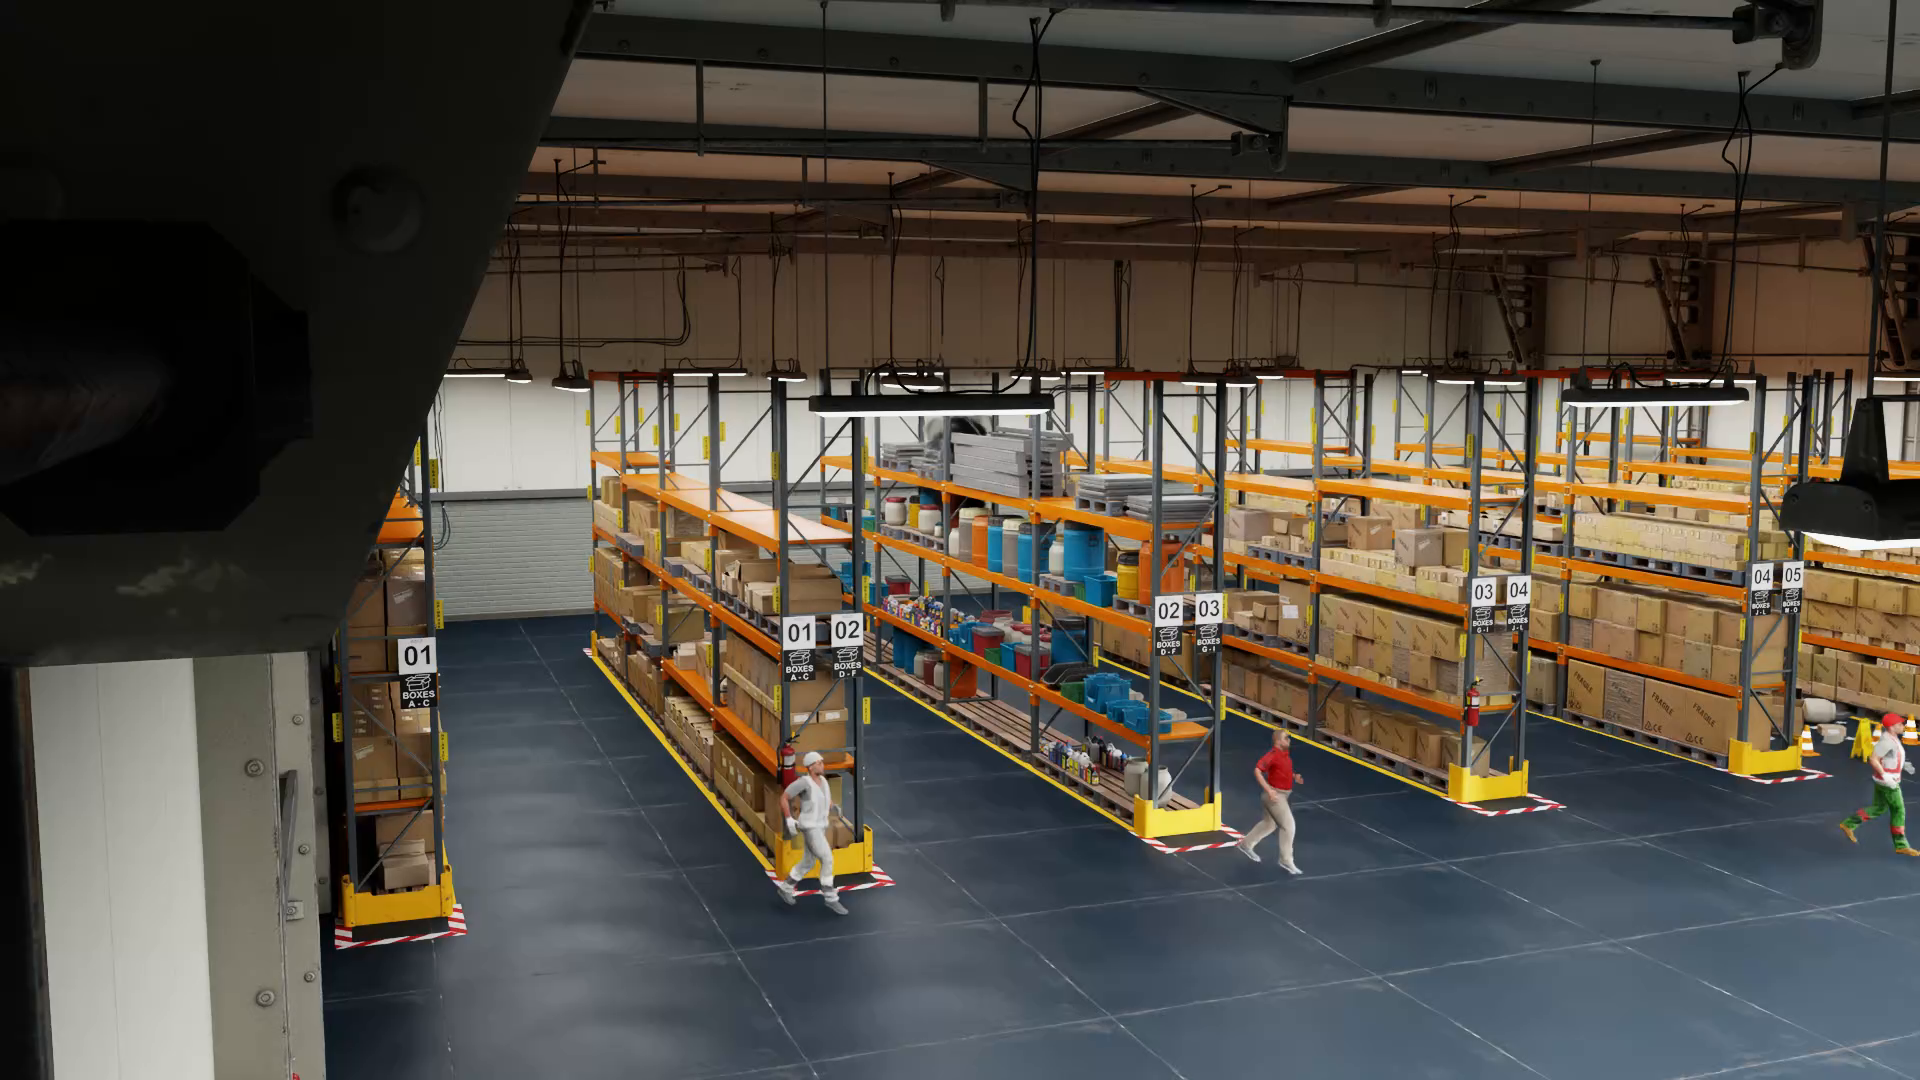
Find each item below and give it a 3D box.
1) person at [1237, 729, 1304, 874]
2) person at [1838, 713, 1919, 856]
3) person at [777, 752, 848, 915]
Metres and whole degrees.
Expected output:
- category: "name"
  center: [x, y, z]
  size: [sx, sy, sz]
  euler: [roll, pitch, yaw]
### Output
- category: "person"
  center: [3.836, 3.200, 20.486]
  size: [0.829, 1.788, 0.653]
  euler: [2, 7, 19]
- category: "person"
  center: [11.709, 3.059, 21.086]
  size: [0.947, 1.780, 0.661]
  euler: [3, 7, 27]
- category: "person"
  center: [-1.630, 3.315, 19.015]
  size: [0.910, 1.773, 0.694]
  euler: [2, 7, 21]
